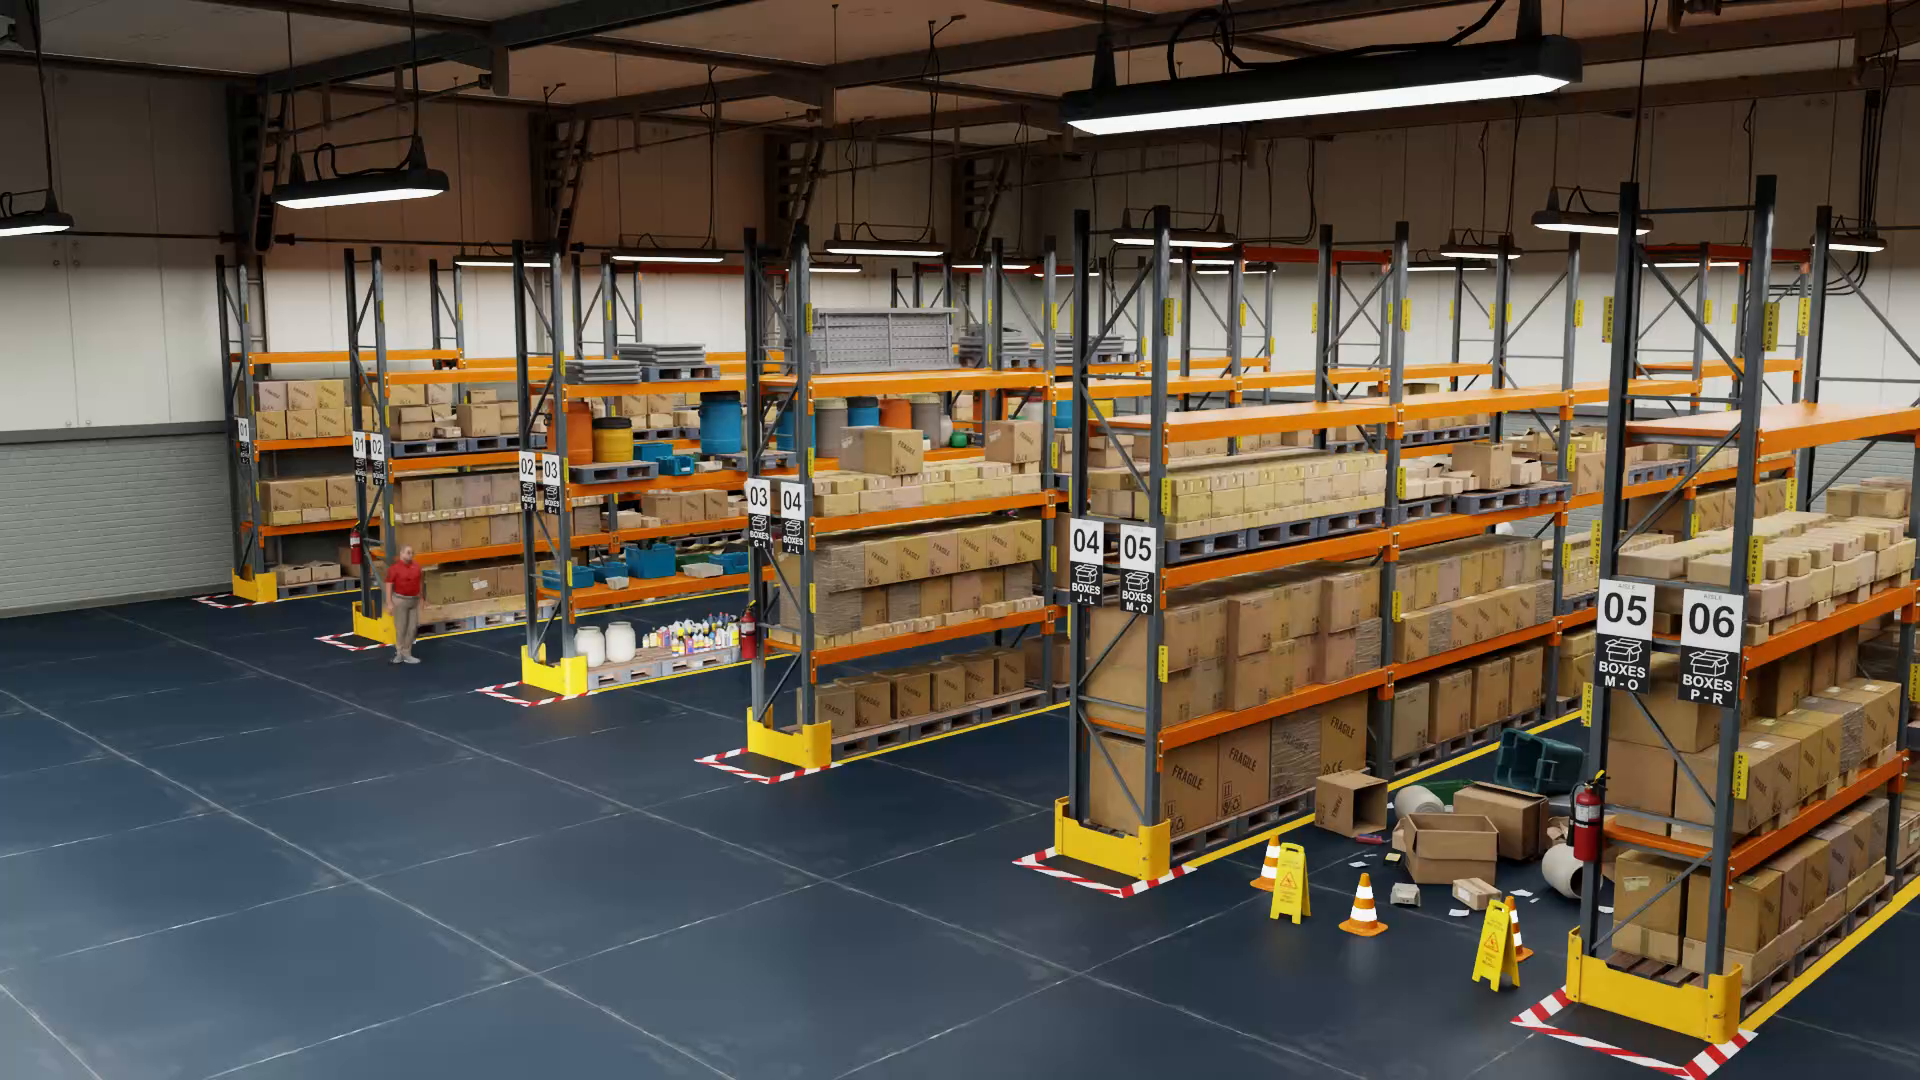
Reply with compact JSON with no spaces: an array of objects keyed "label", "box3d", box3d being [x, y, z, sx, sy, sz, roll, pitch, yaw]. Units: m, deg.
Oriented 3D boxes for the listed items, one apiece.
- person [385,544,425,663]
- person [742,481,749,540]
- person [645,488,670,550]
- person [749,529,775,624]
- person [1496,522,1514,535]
[{"label":"person","box3d":[-8.009,0.929,24.024,0.422,1.751,0.736,5,10,33]},{"label":"person","box3d":[-4.343,-0.647,34.812,0.652,1.766,0.895,5,10,33]},{"label":"person","box3d":[-6.035,-0.429,33.214,0.524,1.789,0.408,-1,8,-9]},{"label":"person","box3d":[-3.152,0.568,26.783,0.613,1.697,0.394,-6,10,-36]},{"label":"person","box3d":[9.011,0.352,27.783,0.603,1.758,0.401,-8,11,-43]}]
